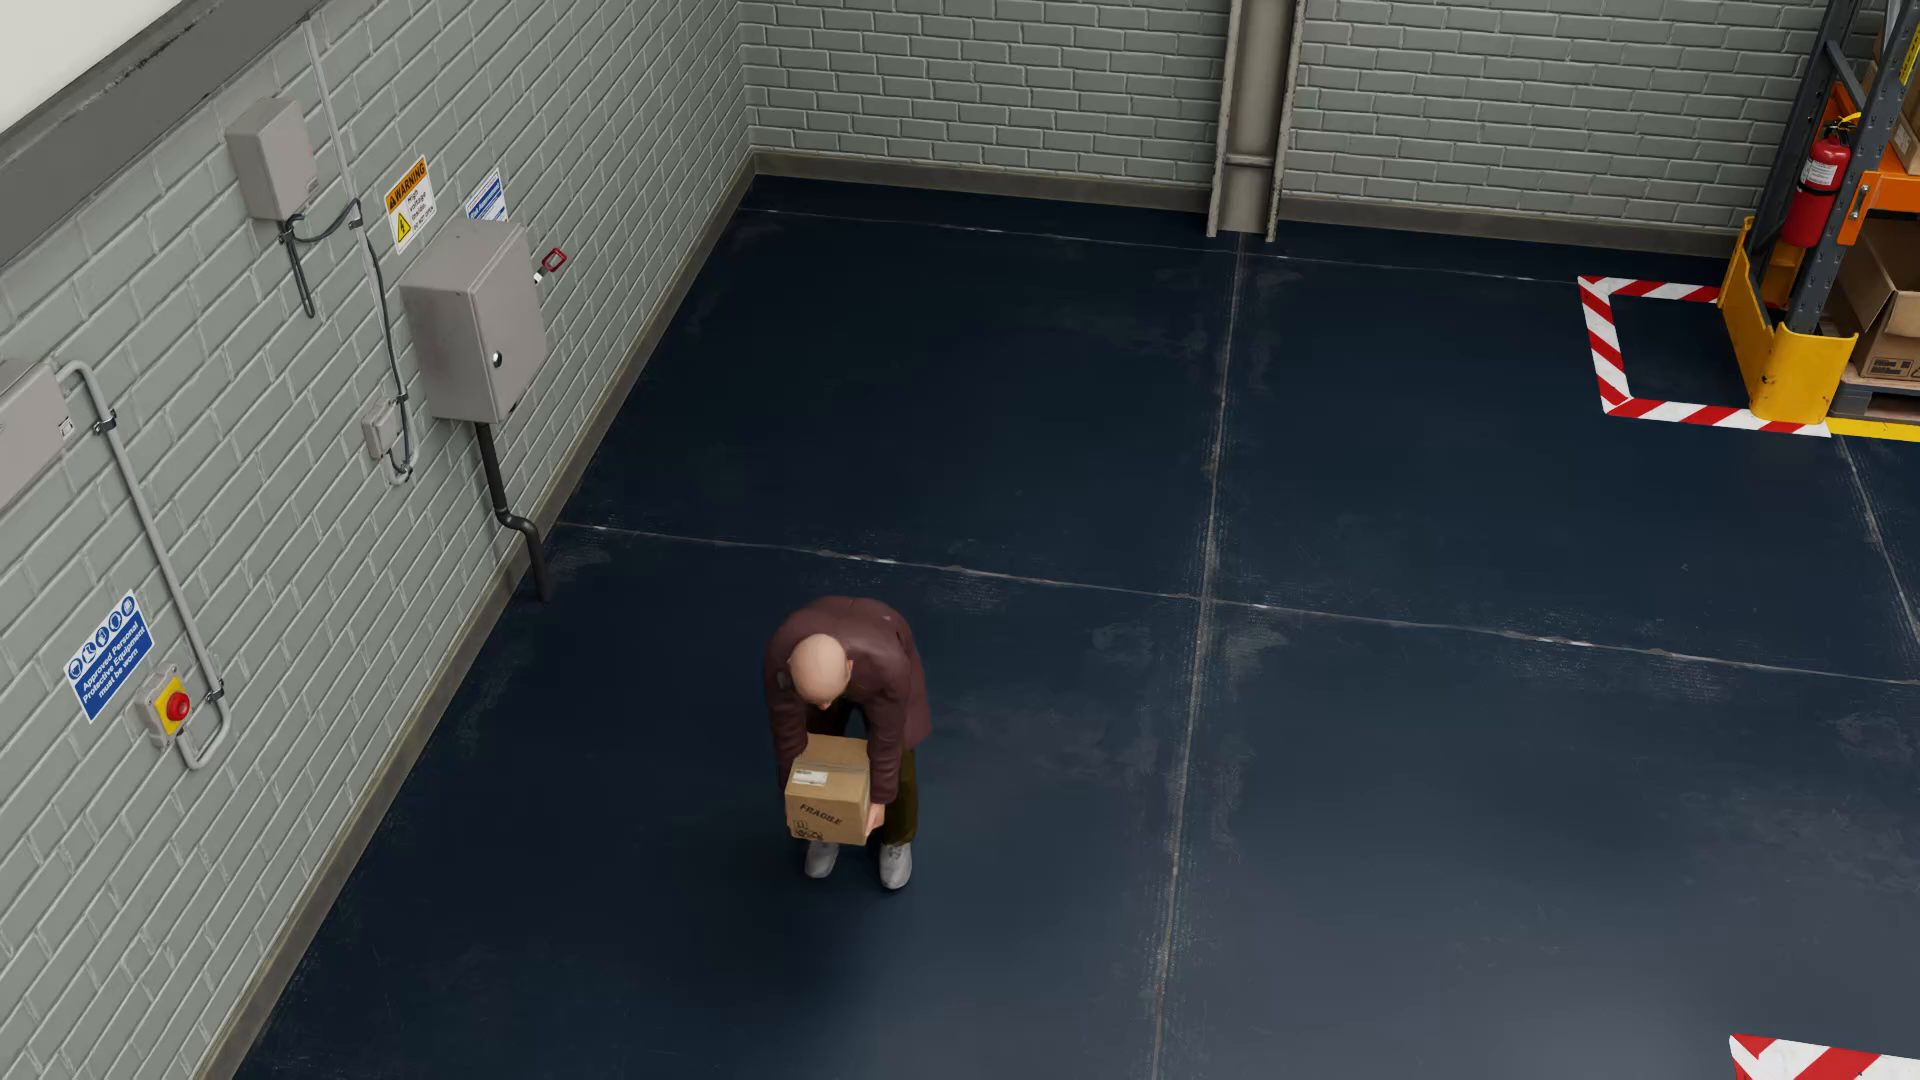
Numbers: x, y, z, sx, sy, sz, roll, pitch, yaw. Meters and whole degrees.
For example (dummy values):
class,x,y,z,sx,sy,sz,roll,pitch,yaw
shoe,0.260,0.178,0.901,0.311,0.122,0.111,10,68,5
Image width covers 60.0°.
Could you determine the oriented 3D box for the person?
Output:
class,x,y,z,sx,sy,sz,roll,pitch,yaw
person,-0.390,0.685,5.571,0.549,1.501,0.815,6,40,7
